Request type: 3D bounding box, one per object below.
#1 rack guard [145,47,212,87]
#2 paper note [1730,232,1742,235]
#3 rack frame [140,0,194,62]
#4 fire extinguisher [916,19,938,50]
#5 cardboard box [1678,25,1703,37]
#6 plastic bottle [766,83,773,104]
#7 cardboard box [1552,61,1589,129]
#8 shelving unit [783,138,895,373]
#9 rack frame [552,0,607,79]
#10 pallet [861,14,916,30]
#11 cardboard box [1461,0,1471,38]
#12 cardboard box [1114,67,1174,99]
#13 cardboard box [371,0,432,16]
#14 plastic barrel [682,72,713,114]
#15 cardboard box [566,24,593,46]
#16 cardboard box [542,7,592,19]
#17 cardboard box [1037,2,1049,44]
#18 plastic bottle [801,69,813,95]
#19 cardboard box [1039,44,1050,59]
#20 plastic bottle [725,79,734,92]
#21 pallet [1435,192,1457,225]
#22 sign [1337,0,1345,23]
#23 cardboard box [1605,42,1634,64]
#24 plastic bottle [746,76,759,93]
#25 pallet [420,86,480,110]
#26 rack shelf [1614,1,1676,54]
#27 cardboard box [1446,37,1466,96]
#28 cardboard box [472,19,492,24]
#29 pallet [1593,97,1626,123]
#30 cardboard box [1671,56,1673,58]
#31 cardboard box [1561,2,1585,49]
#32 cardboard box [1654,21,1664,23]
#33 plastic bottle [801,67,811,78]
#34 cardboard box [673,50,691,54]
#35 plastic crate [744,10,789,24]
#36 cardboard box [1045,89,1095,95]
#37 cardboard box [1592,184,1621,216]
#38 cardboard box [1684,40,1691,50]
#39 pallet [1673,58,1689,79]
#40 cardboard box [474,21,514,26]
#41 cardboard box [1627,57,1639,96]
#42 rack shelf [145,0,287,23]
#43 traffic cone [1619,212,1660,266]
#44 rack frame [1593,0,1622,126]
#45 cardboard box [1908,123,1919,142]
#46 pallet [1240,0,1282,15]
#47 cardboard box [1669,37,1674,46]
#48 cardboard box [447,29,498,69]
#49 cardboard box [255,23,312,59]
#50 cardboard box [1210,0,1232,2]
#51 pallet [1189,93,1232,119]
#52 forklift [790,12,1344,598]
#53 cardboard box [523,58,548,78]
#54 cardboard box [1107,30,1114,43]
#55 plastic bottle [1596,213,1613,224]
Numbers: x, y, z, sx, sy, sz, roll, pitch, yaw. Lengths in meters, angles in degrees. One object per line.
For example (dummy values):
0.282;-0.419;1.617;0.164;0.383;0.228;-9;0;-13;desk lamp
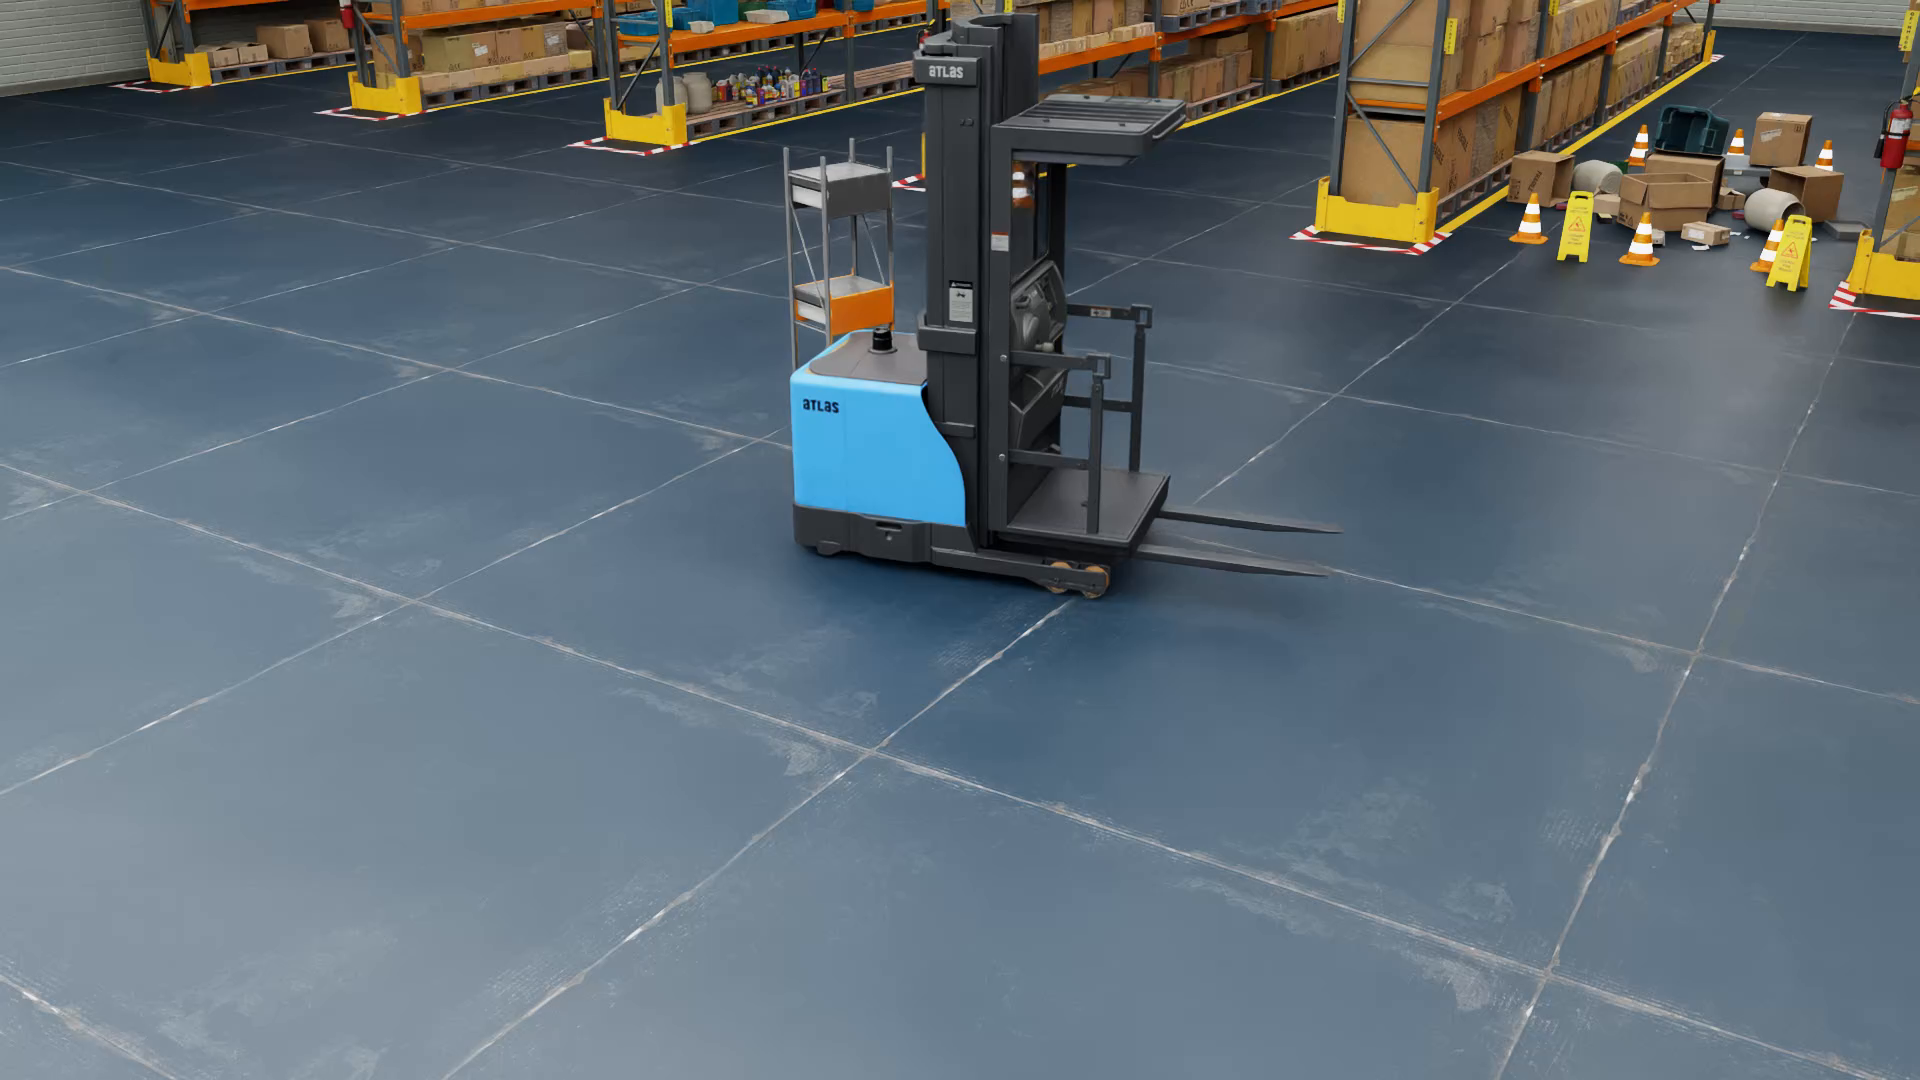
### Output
-12.511;-7.580;26.630;1.175;0.500;0.348;14;27;29;rack guard
7.875;-3.134;16.966;0.142;0.019;0.148;-17;29;-35;paper note
-12.551;-8.701;26.074;1.000;3.000;0.127;14;27;29;rack frame
-0.379;-5.610;19.030;0.296;0.674;0.183;14;27;29;fire extinguisher
12.399;-8.653;28.273;0.380;0.149;0.250;13;27;28;cardboard box
-2.680;-6.271;23.341;0.097;0.271;0.097;0;23;0;plastic bottle
7.597;-5.892;21.887;1.050;0.750;0.750;14;27;30;cardboard box
-0.721;-1.354;10.236;0.503;2.100;0.431;-19;30;-37;shelving unit
-6.231;-9.015;26.798;1.000;3.000;0.127;14;27;29;rack frame
-1.648;-10.667;34.124;1.003;0.211;1.213;14;27;29;pallet
4.674;-5.400;16.901;0.875;0.550;0.550;14;27;29;cardboard box
2.525;-6.195;22.877;0.700;0.500;0.500;12;26;25;cardboard box
-8.084;-7.865;24.017;0.700;0.500;0.500;14;27;29;cardboard box
-3.588;-6.084;22.630;0.421;0.512;0.421;0;23;0;plastic barrel
-6.261;-8.400;27.604;0.500;0.311;0.500;14;27;29;cardboard box
-7.832;-10.828;33.165;0.750;0.750;0.750;13;27;28;cardboard box
0.548;-6.144;19.665;0.875;0.500;0.500;14;27;29;cardboard box
-2.221;-6.619;24.045;0.144;0.351;0.185;12;26;26;plastic bottle
0.833;-5.769;19.616;0.380;0.149;0.250;14;27;29;cardboard box
-3.309;-6.415;23.668;0.152;0.276;0.135;13;27;28;plastic bottle
4.589;-3.520;17.616;1.003;0.211;1.213;14;27;29;pallet
3.780;-5.272;16.397;0.100;0.325;0.005;14;27;29;sign
9.290;-6.957;23.718;0.500;0.250;0.500;13;27;28;cardboard box
-2.988;-6.512;23.892;0.152;0.276;0.135;14;27;29;plastic bottle
-7.973;-6.652;24.850;1.003;0.211;1.213;14;27;29;pallet
9.508;-7.559;24.340;1.077;0.370;4.000;14;27;29;rack shelf
4.662;-4.908;17.122;0.875;0.550;0.550;14;27;29;cardboard box
-9.276;-9.879;31.388;0.700;0.500;0.500;14;27;29;cardboard box
8.867;-6.198;23.801;1.003;0.211;1.213;14;27;29;pallet
11.347;-7.785;27.017;0.380;0.149;0.250;13;27;28;cardboard box
7.381;-6.370;20.562;0.500;0.500;0.500;14;27;29;cardboard box
12.108;-8.966;28.996;0.380;0.149;0.250;13;26;27;cardboard box
-2.242;-6.714;24.264;0.144;0.351;0.185;14;27;29;plastic bottle
-4.997;-8.549;28.654;0.500;0.250;0.500;14;27;30;cardboard box
-2.666;-7.253;23.061;0.530;0.136;0.437;14;27;29;plastic crate
1.382;-5.435;21.148;0.500;0.500;0.500;11;26;24;cardboard box
7.001;-3.643;17.831;0.396;0.266;0.258;20;30;38;cardboard box
11.952;-8.261;27.743;0.380;0.149;0.250;15;28;32;cardboard box
11.530;-7.932;27.806;1.003;0.211;1.213;14;27;29;pallet
-7.269;-7.861;26.122;0.500;0.500;0.500;14;27;29;cardboard box
9.572;-6.789;24.275;0.500;0.500;0.500;13;27;28;cardboard box
-11.497;-9.046;27.776;1.077;0.370;4.000;14;27;29;rack shelf
6.501;-2.880;15.820;0.336;0.463;0.334;14;27;29;traffic cone
8.453;-7.214;22.638;1.000;3.000;0.127;14;27;29;rack frame
8.508;-3.566;14.529;0.380;0.149;0.250;15;28;31;cardboard box
4.007;-7.937;24.549;1.213;0.211;1.003;14;27;29;pallet
11.326;-8.063;26.911;0.380;0.149;0.250;13;27;28;cardboard box
-7.354;-7.415;25.090;0.500;0.500;0.500;14;27;29;cardboard box
-11.380;-8.400;27.972;0.700;0.500;0.500;12;26;26;cardboard box
3.643;-7.799;23.630;0.396;0.266;0.258;13;27;27;cardboard box
3.235;-6.334;24.116;1.003;0.211;1.213;14;27;29;pallet
0.617;-1.270;8.993;3.031;2.935;1.130;8;25;17;forklift
-6.813;-7.405;26.011;0.500;0.250;0.500;14;27;29;cardboard box
1.715;-6.369;21.003;0.380;0.149;0.250;14;27;29;cardboard box
6.782;-3.394;17.514;0.133;0.061;0.283;5;24;11;plastic bottle
